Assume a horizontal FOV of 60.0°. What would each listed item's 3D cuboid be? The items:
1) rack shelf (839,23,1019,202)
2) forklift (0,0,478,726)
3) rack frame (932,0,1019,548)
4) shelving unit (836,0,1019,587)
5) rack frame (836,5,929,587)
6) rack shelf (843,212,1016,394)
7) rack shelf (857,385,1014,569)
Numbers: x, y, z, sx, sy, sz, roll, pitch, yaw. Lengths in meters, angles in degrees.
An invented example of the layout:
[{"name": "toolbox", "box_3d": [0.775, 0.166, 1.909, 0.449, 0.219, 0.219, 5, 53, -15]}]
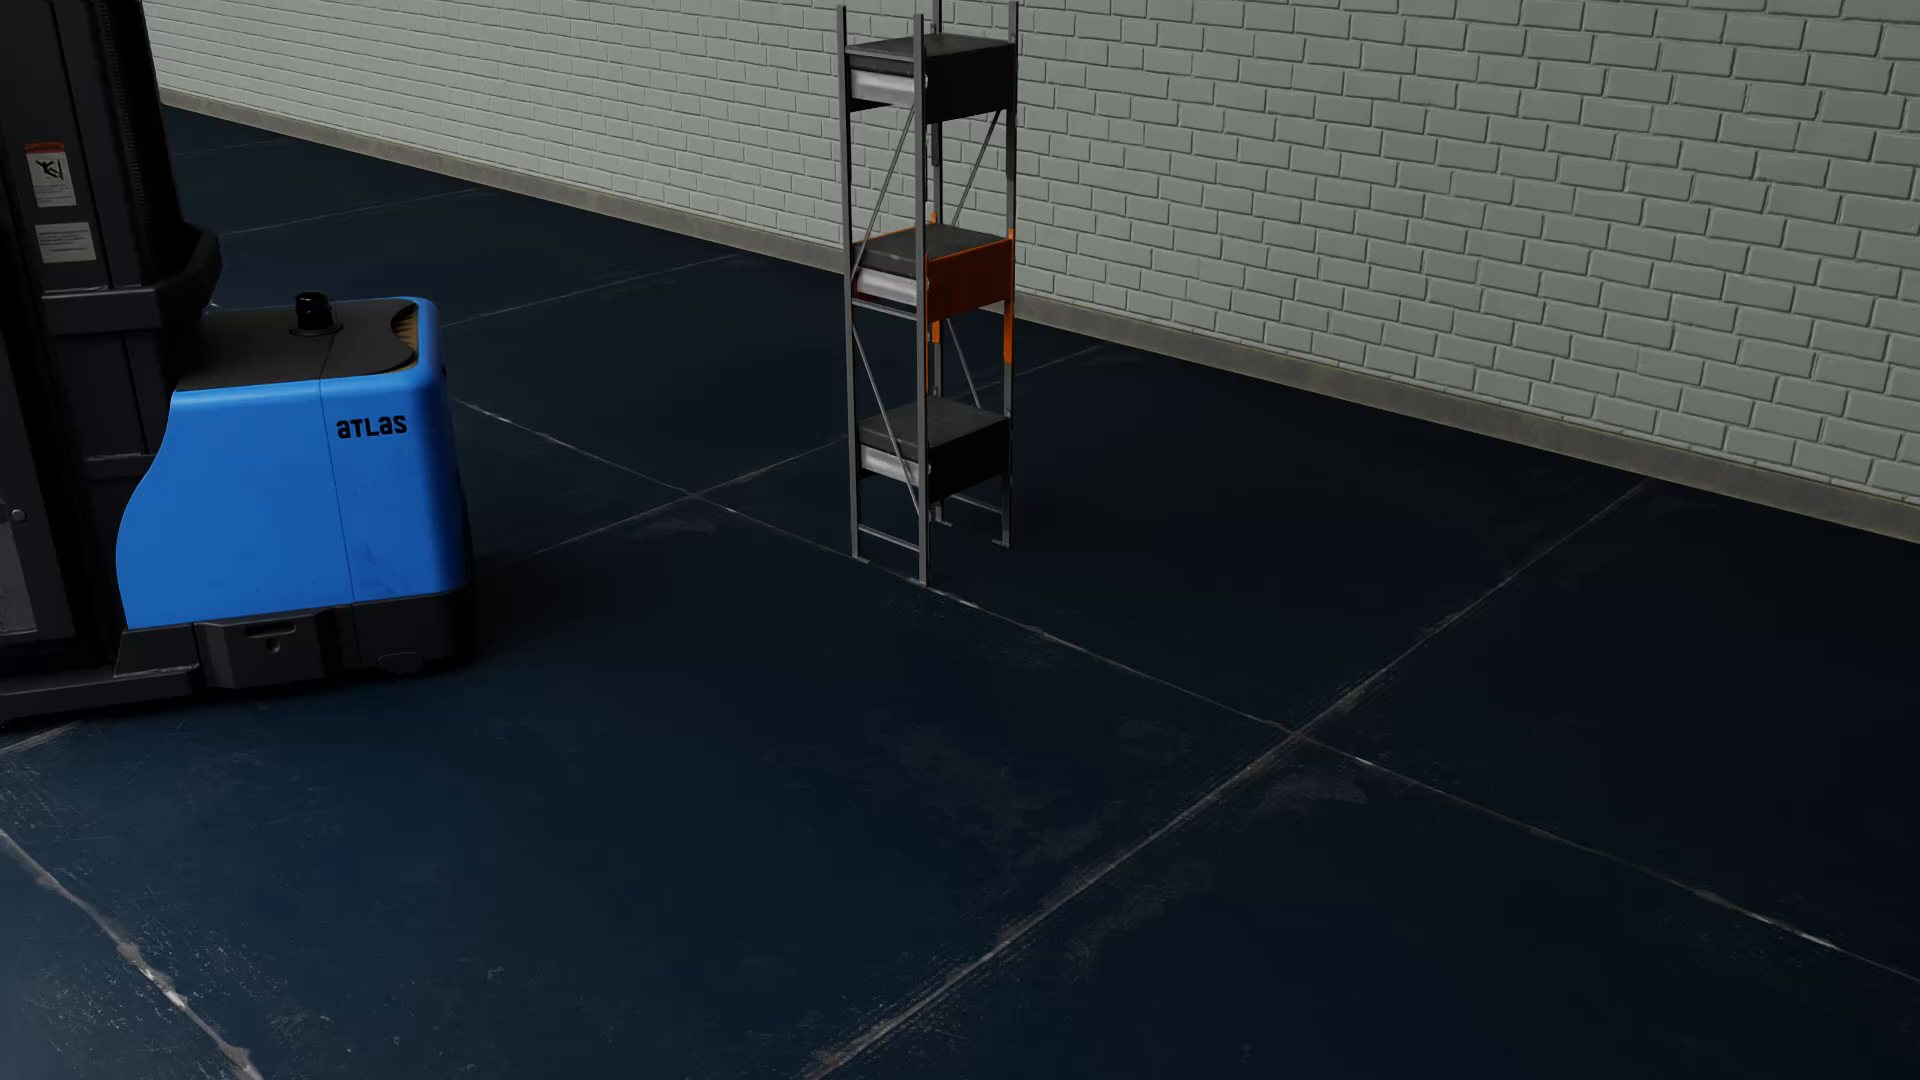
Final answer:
[{"name": "rack shelf", "box_3d": [-0.110, -1.534, 5.927, 0.431, 0.518, 0.480, 20, 31, 38]}, {"name": "forklift", "box_3d": [-3.252, -0.913, 5.204, 3.031, 2.935, 1.130, -7, 25, -15]}, {"name": "rack frame", "box_3d": [0.052, -0.982, 6.374, 0.400, 2.100, 0.015, 20, 31, 38]}, {"name": "shelving unit", "box_3d": [-0.110, -0.908, 6.208, 0.431, 2.100, 0.503, 20, 31, 38]}, {"name": "rack frame", "box_3d": [-0.273, -0.833, 6.042, 0.400, 2.100, 0.015, 20, 31, 38]}, {"name": "rack shelf", "box_3d": [-0.110, -0.895, 6.214, 0.431, 0.518, 0.480, 20, 31, 38]}, {"name": "rack shelf", "box_3d": [-0.110, -0.256, 6.500, 0.431, 0.518, 0.480, 20, 31, 38]}]
